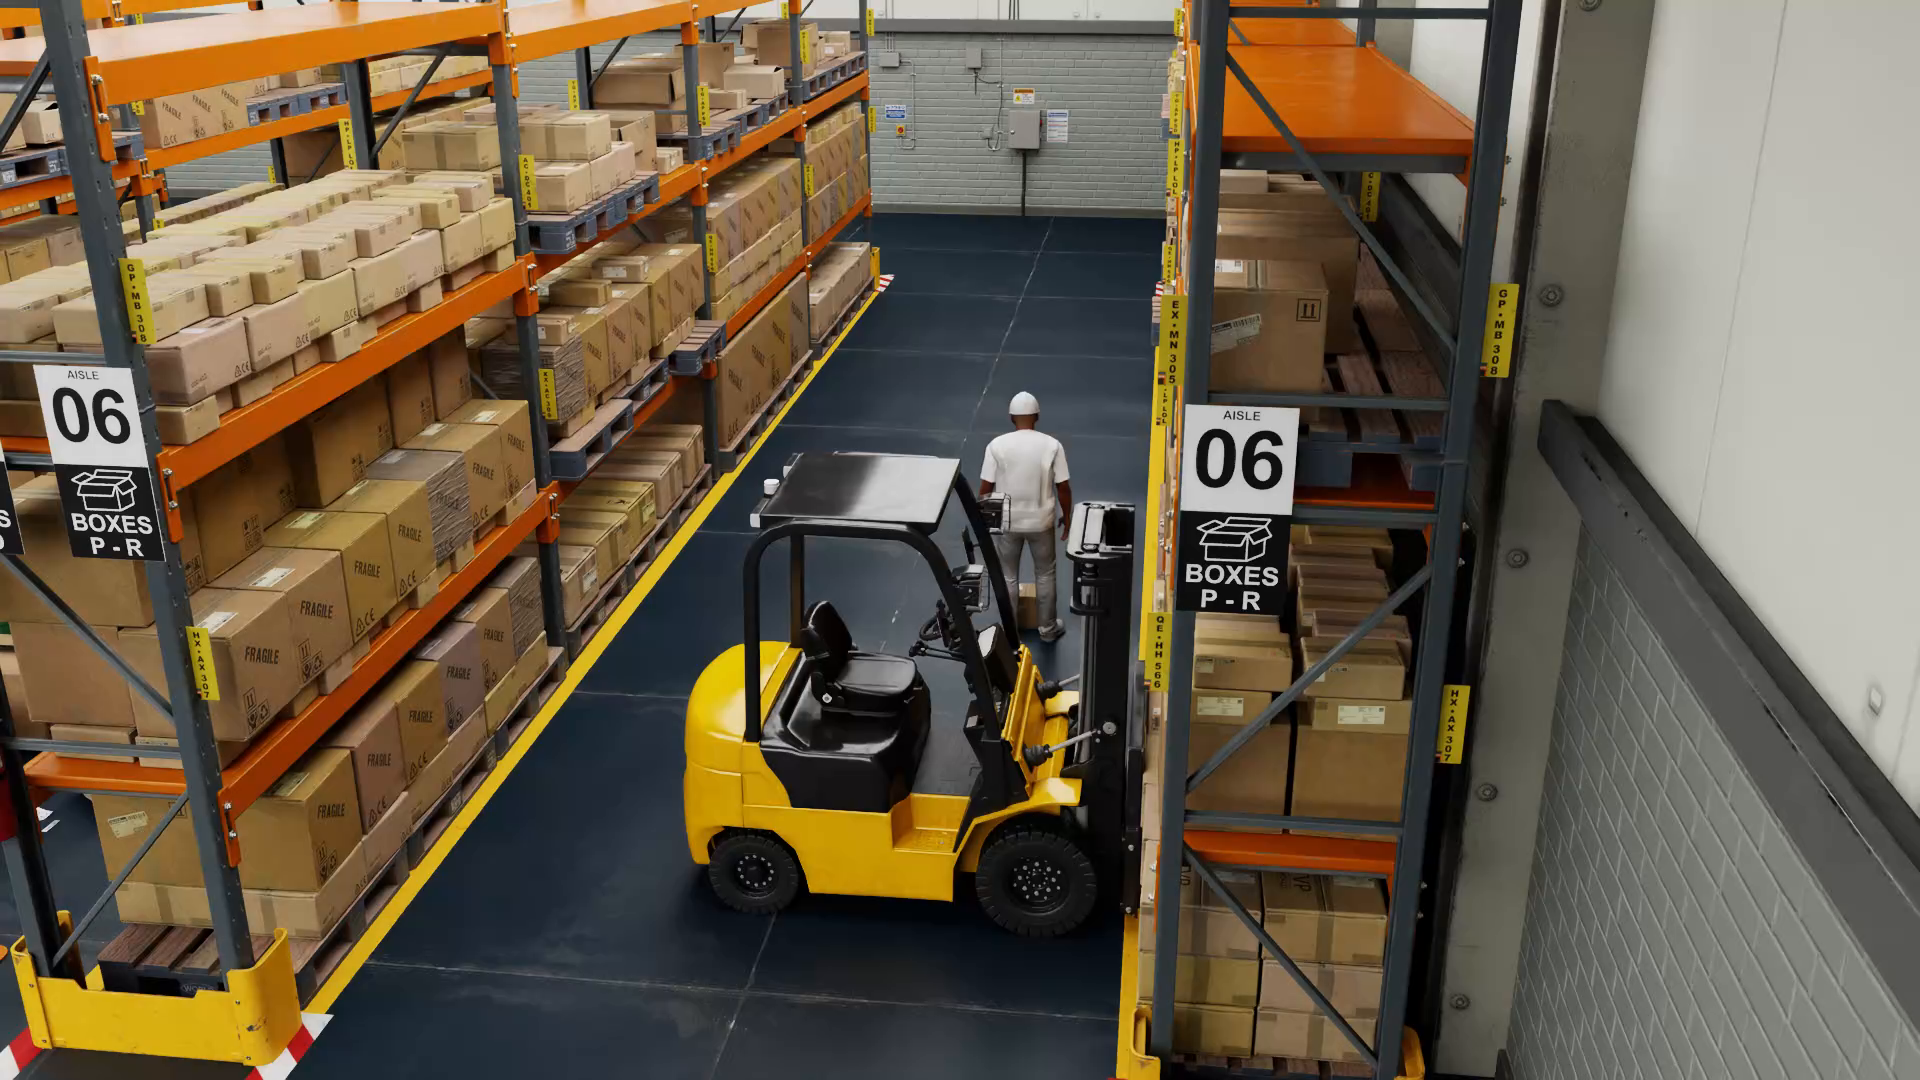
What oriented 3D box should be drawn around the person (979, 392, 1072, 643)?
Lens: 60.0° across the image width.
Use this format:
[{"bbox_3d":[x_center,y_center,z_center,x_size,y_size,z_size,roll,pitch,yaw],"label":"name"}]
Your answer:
[{"bbox_3d":[0.453,-0.151,11.449,0.637,1.761,0.460,2,21,5],"label":"person"}]
